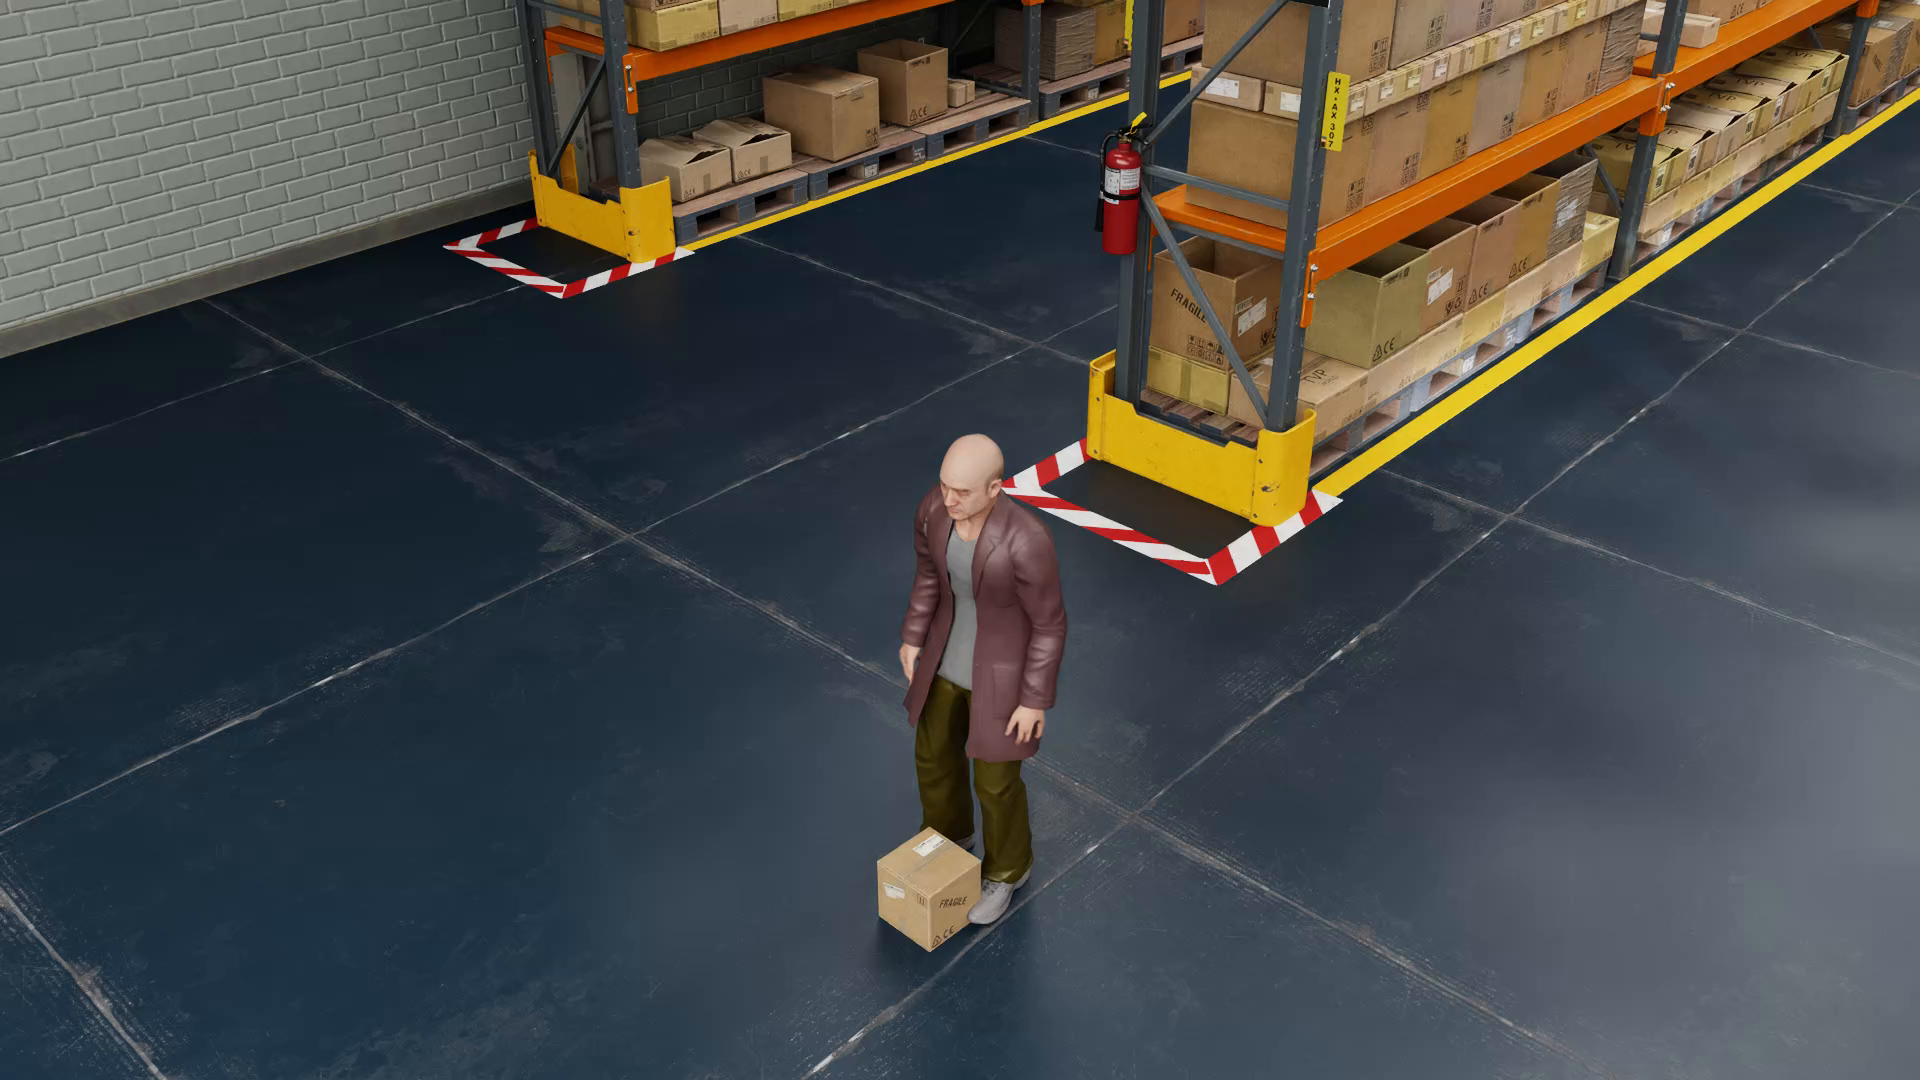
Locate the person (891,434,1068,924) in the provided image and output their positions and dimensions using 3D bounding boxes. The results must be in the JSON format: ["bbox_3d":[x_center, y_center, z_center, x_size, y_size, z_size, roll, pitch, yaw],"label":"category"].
[{"bbox_3d":[0.052,0.432,5.427,0.643,1.773,0.428,25,39,35],"label":"person"}]
